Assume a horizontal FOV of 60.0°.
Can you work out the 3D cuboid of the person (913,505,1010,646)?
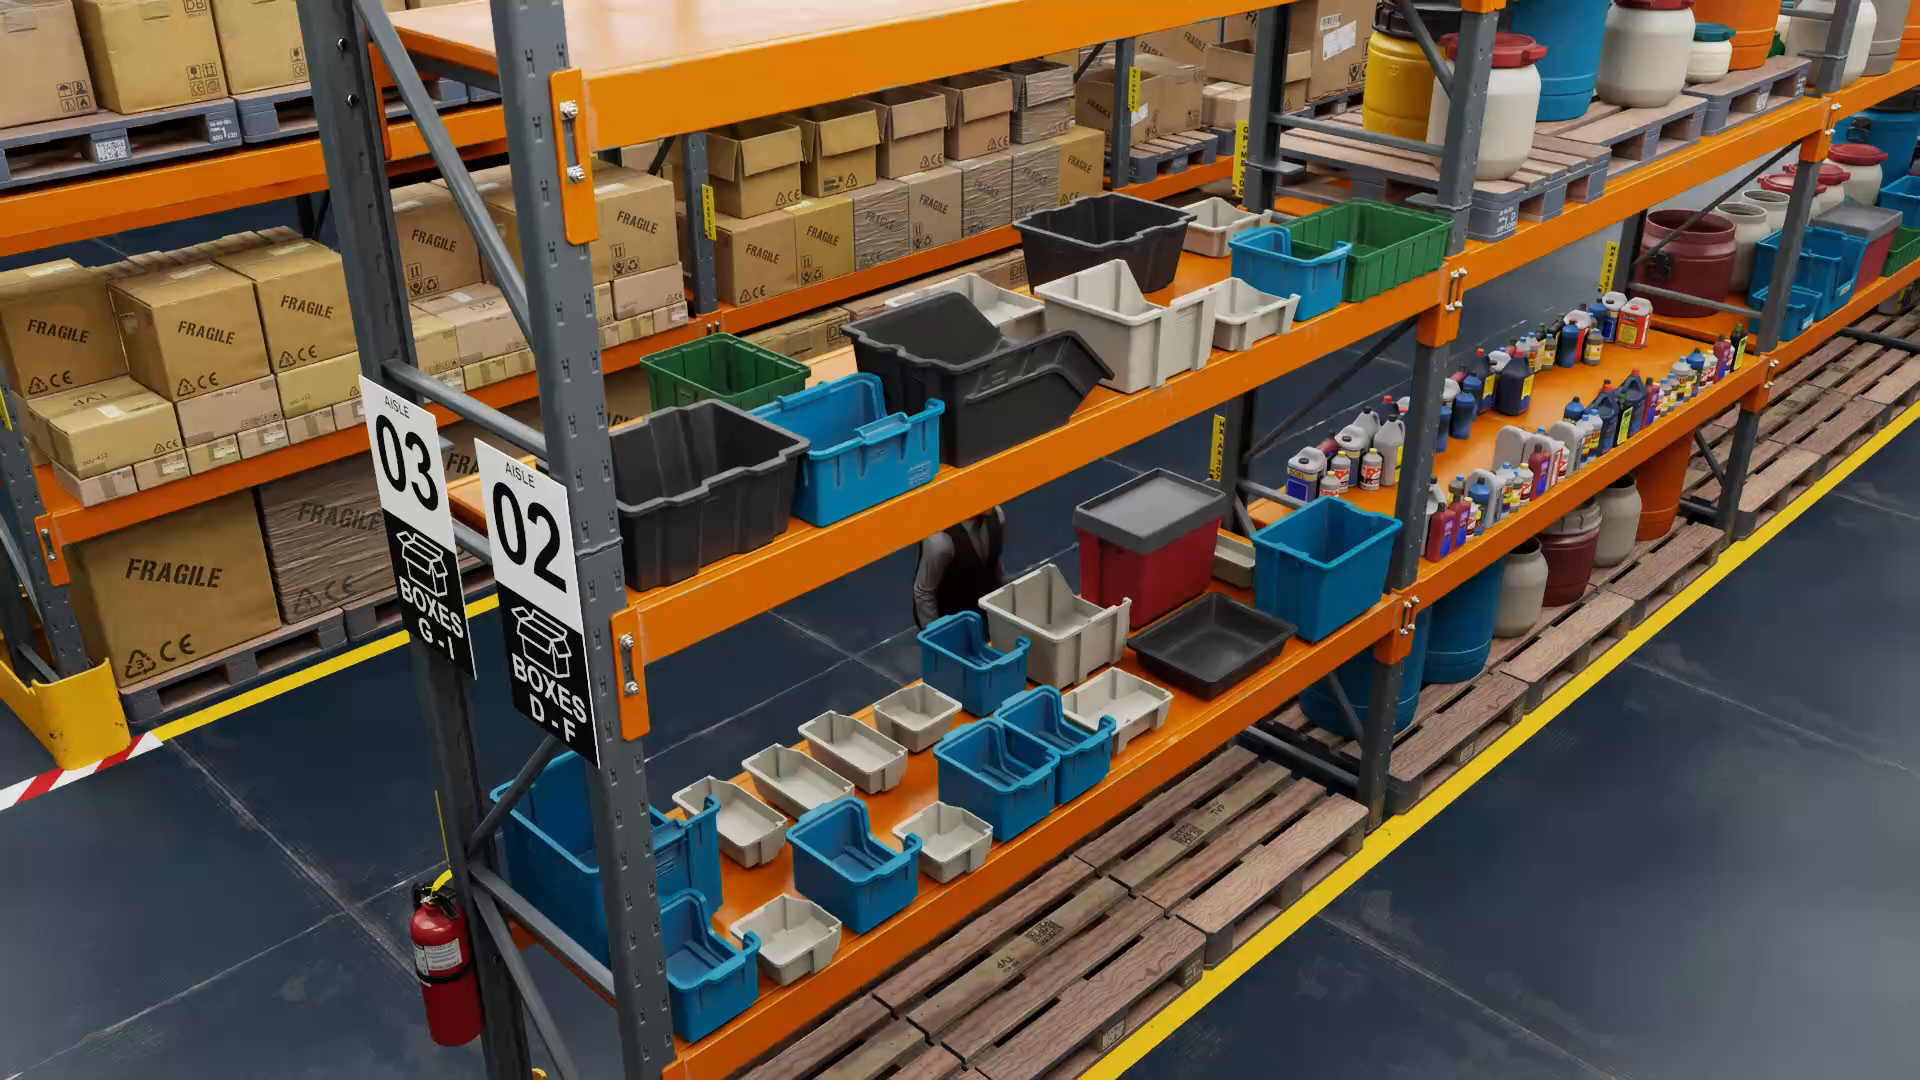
[{"bbox_3d":[0.011,0.400,7.880,0.416,1.721,0.580,25,36,38],"label":"person"}]
